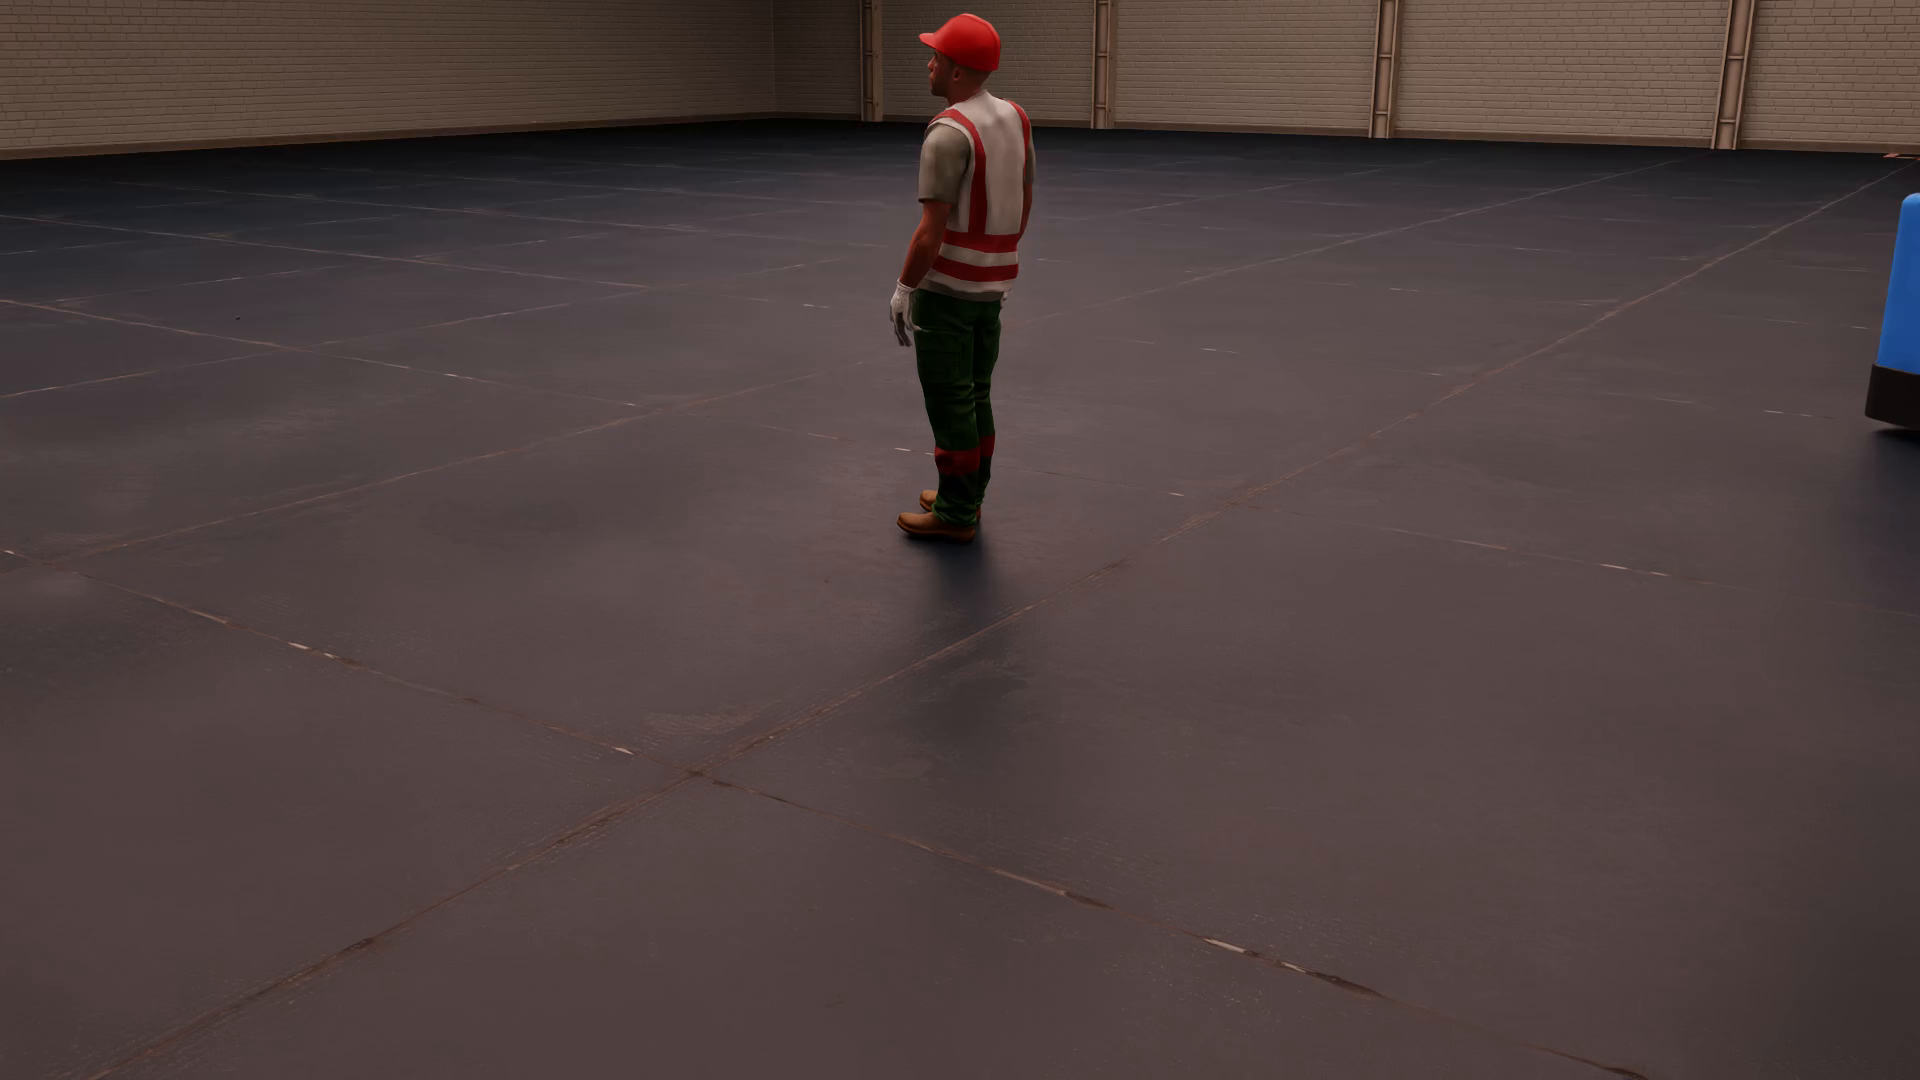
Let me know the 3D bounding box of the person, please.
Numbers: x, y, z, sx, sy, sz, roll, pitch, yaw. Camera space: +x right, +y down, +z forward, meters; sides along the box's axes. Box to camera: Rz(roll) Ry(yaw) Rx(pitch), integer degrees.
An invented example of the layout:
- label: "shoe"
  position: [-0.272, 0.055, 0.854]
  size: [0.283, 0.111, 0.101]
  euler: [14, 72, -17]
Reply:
- label: "person"
  position: [-0.059, -0.880, 5.743]
  size: [0.564, 1.787, 0.637]
  euler: [11, 20, 33]

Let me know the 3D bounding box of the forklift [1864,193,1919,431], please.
- label: "forklift"
  position: [5.704, -1.893, 7.162]
  size: [3.031, 2.935, 1.130]
  euler: [-5, 17, -16]
